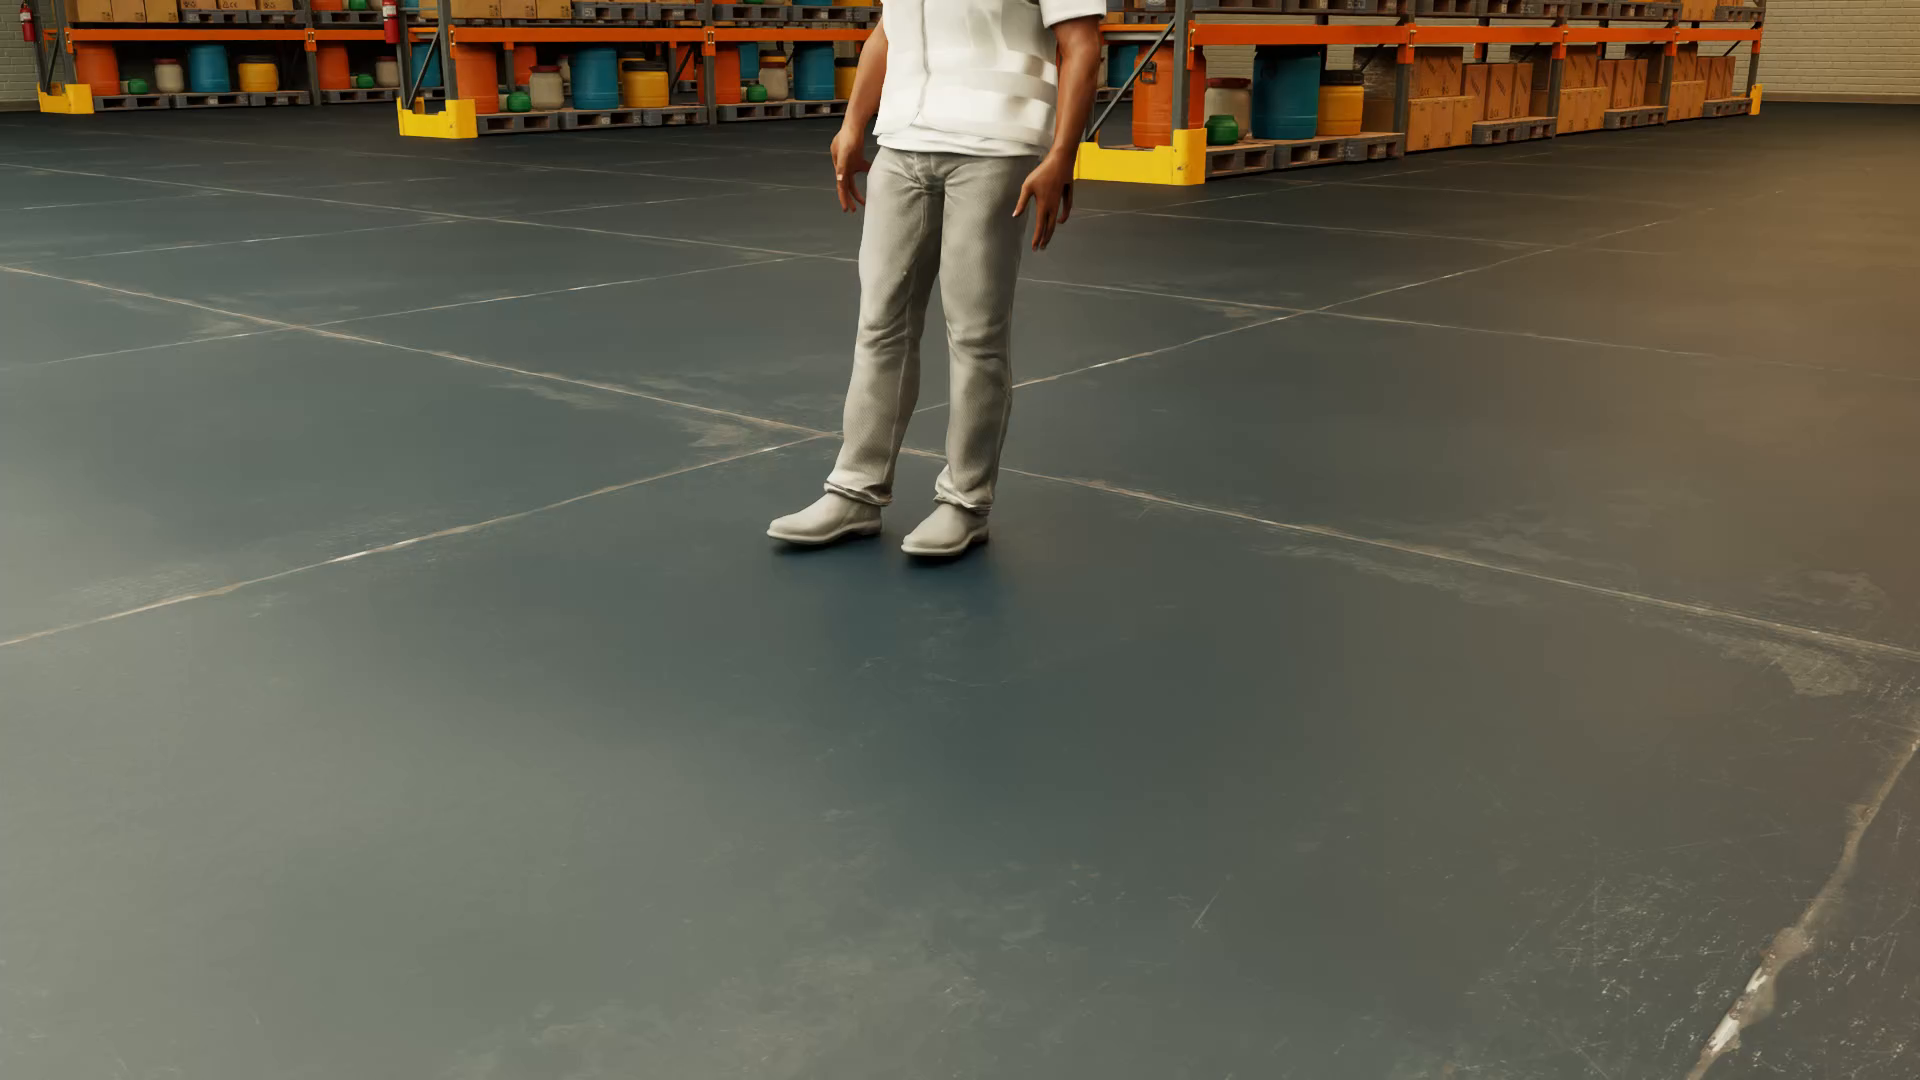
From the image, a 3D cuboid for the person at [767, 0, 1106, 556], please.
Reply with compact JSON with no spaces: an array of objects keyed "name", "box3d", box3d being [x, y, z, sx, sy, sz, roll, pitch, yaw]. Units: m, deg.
[{"name":"person","box3d":[-0.049,-0.837,3.635,0.666,1.768,0.575,13,21,37]}]
